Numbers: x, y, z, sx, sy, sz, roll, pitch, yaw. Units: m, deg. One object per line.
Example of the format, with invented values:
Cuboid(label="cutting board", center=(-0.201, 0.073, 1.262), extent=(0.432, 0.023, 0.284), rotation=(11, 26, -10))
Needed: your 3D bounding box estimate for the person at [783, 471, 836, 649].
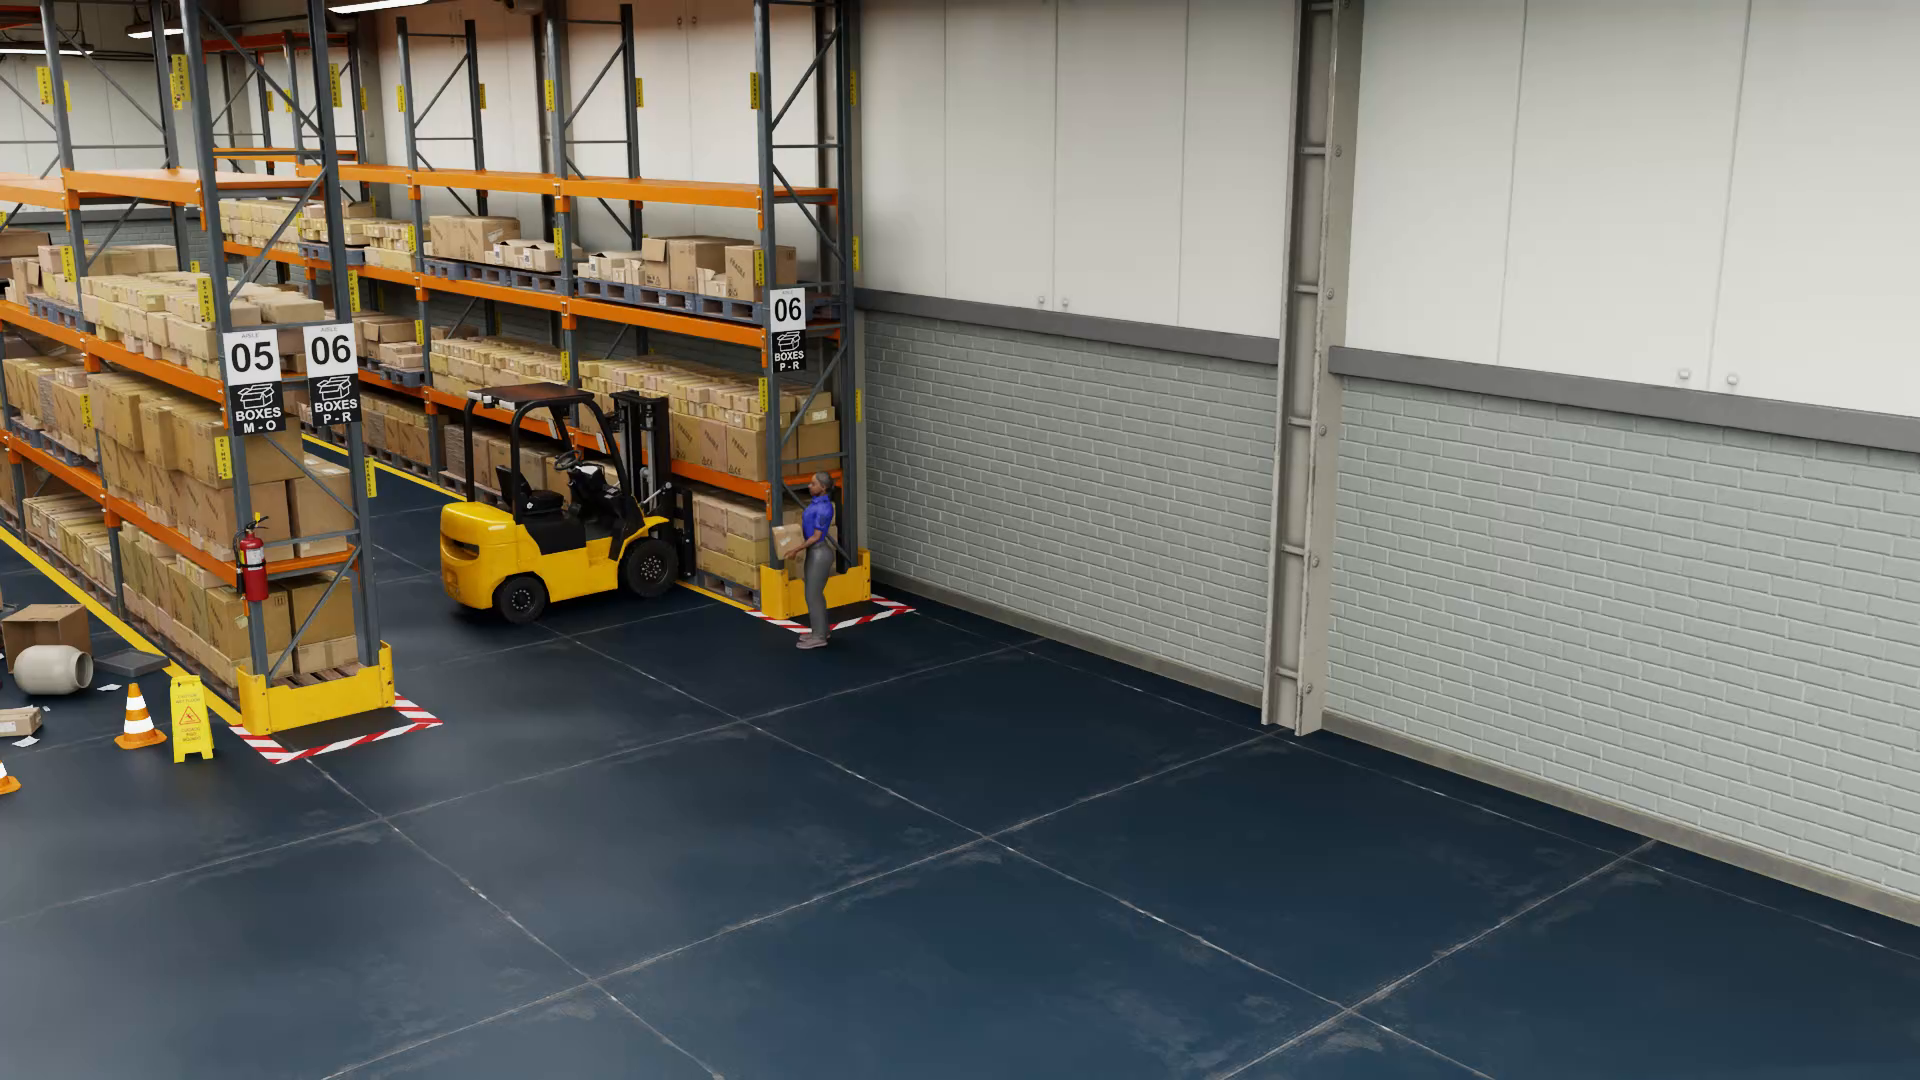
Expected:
Cuboid(label="person", center=(-1.393, 0.174, 15.351), extent=(0.516, 1.648, 0.451), rotation=(-3, 15, -12))
